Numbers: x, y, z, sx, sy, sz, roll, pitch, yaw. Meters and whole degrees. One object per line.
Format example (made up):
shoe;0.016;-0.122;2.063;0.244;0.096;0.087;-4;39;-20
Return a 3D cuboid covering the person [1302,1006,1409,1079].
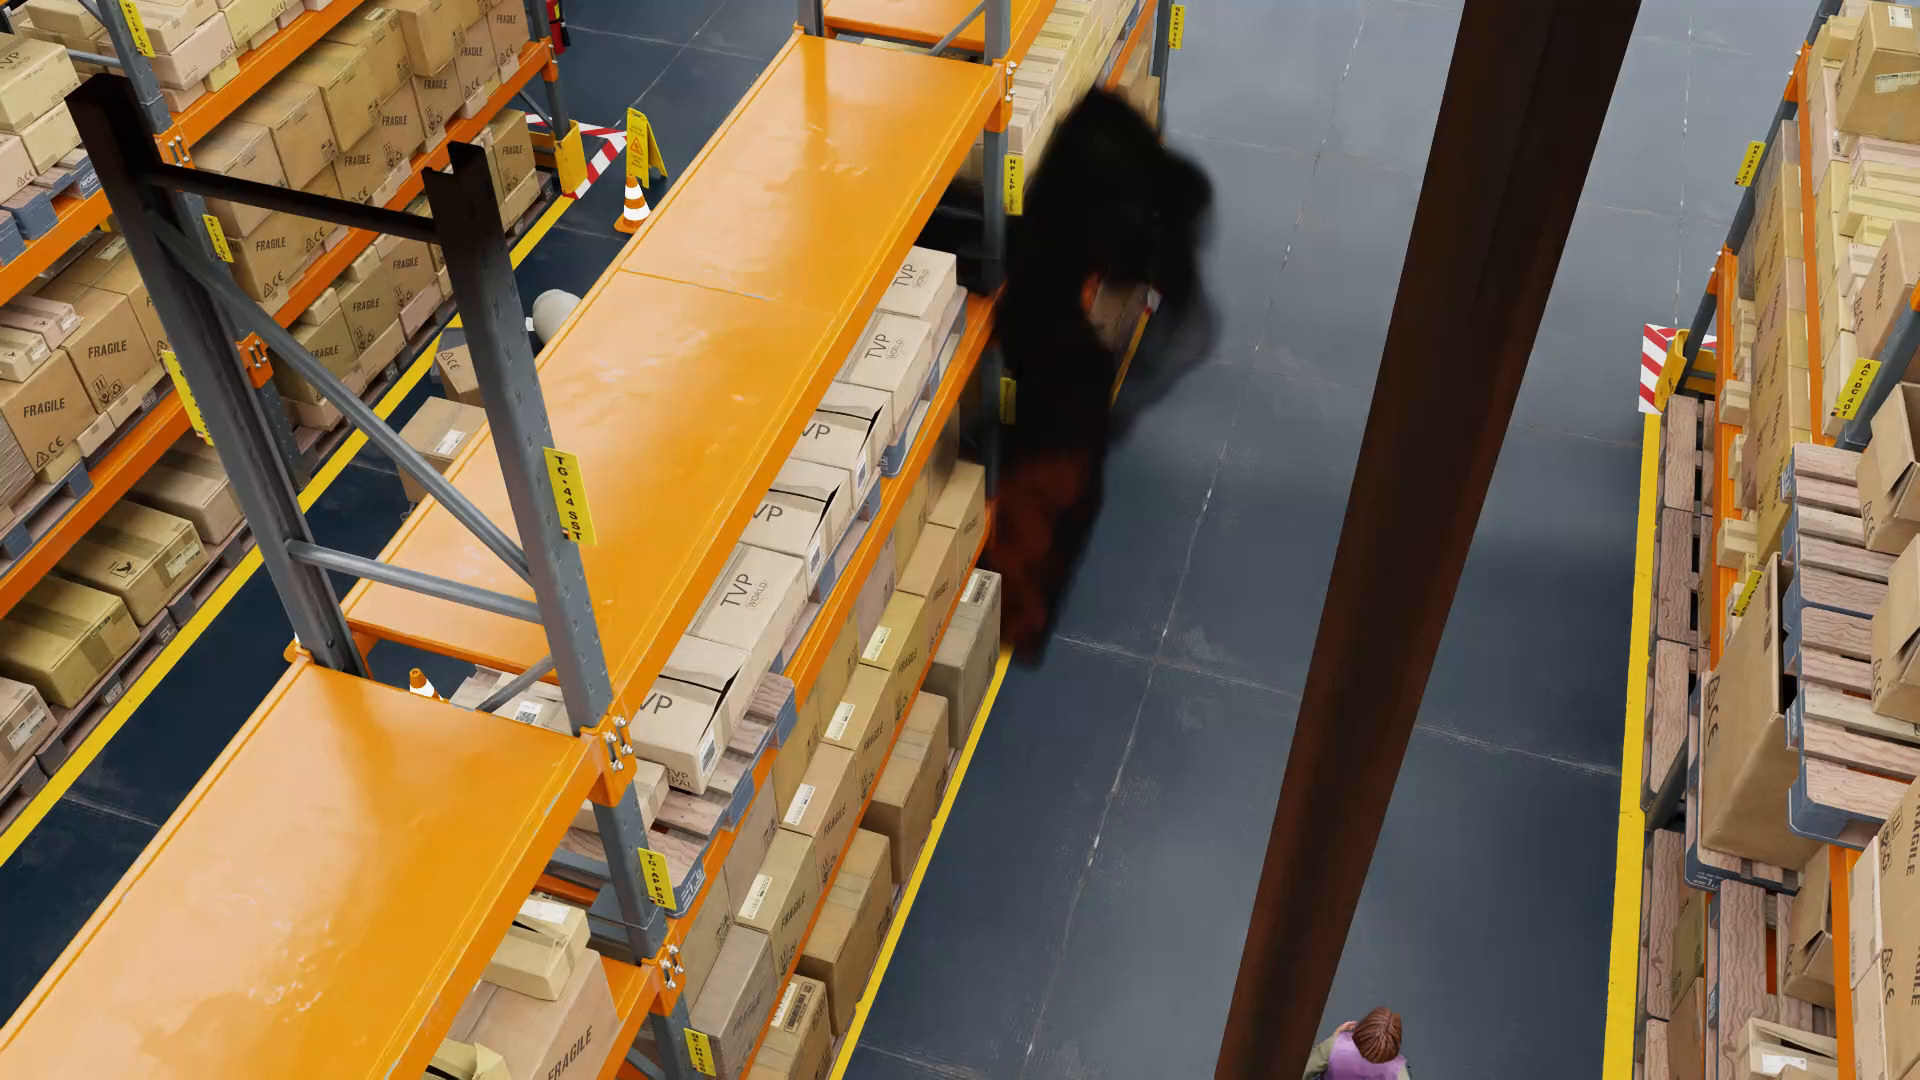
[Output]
person;1.648;2.503;7.177;0.525;1.613;0.774;12;47;11
